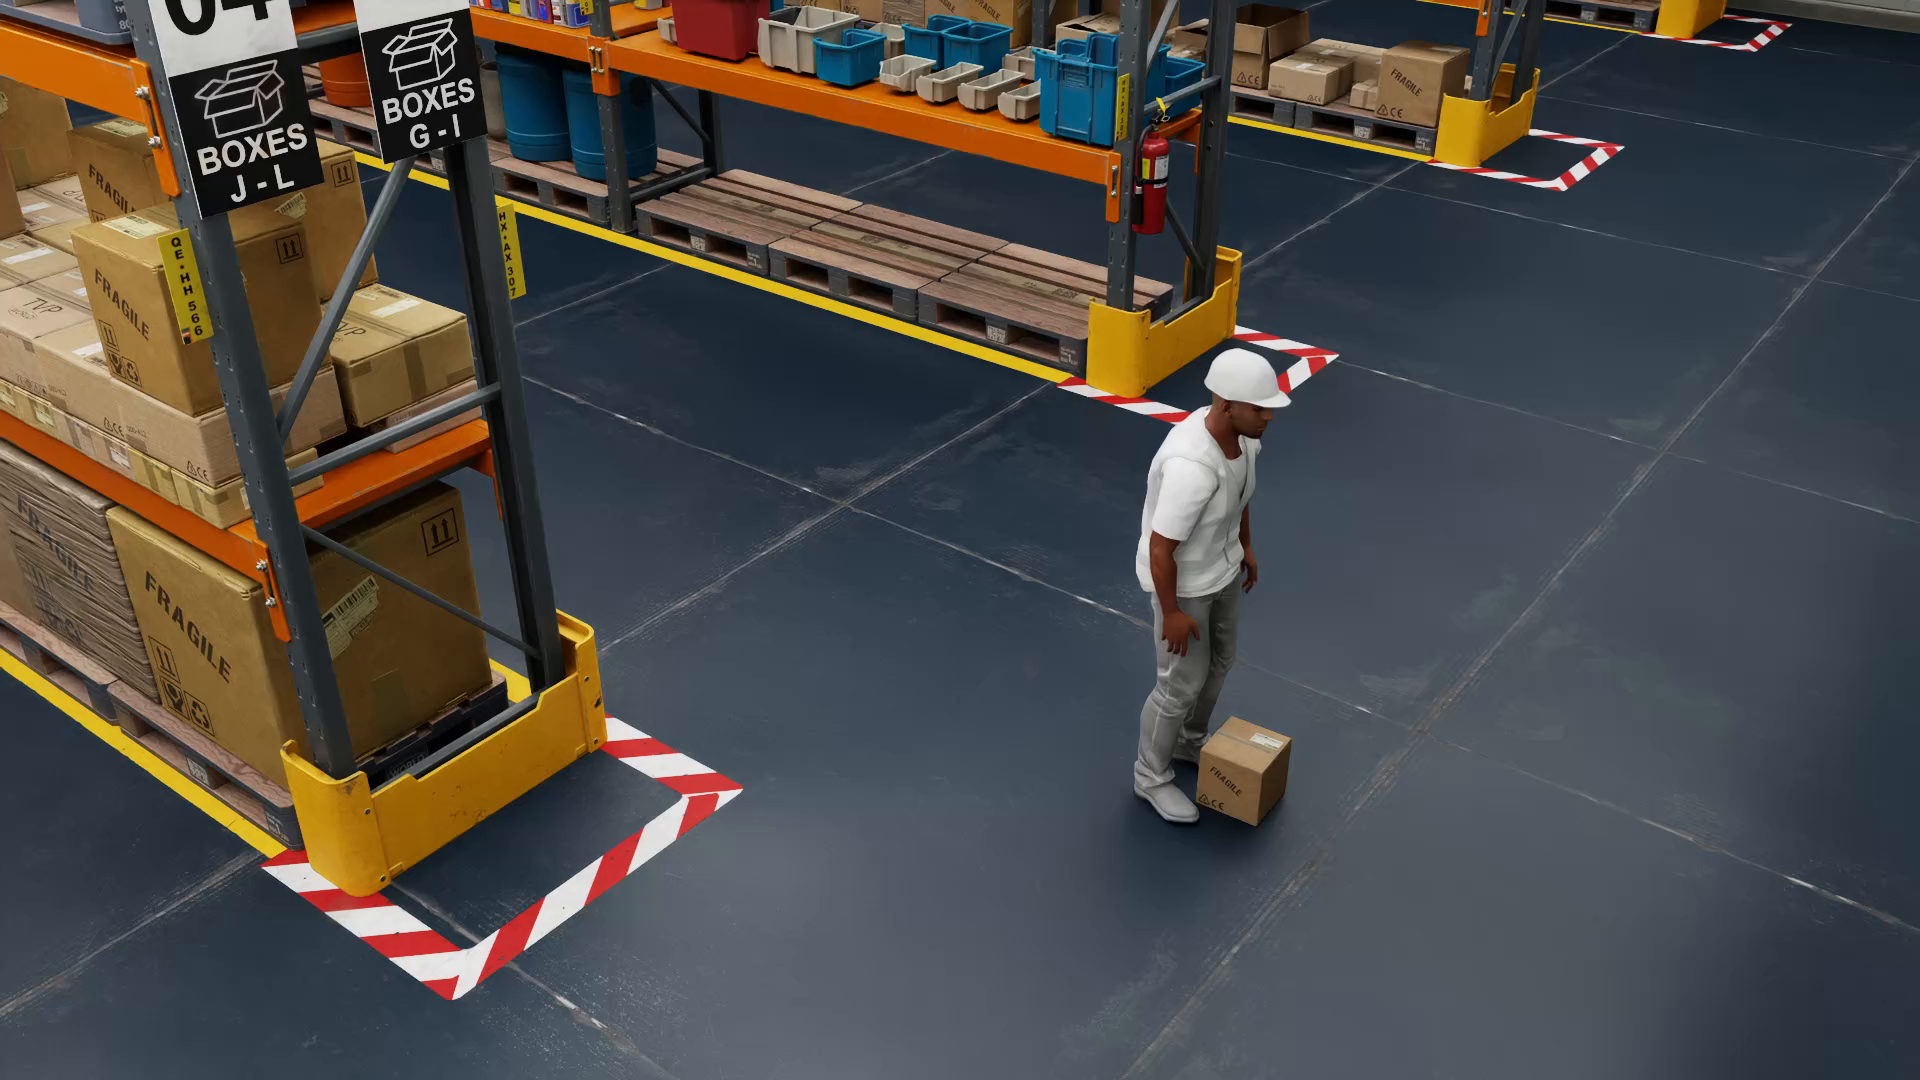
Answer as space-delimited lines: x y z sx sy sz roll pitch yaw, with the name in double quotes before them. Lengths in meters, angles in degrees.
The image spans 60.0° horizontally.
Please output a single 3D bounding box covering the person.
"person" 0.868 0.137 5.884 0.456 1.761 0.637 20 36 29
